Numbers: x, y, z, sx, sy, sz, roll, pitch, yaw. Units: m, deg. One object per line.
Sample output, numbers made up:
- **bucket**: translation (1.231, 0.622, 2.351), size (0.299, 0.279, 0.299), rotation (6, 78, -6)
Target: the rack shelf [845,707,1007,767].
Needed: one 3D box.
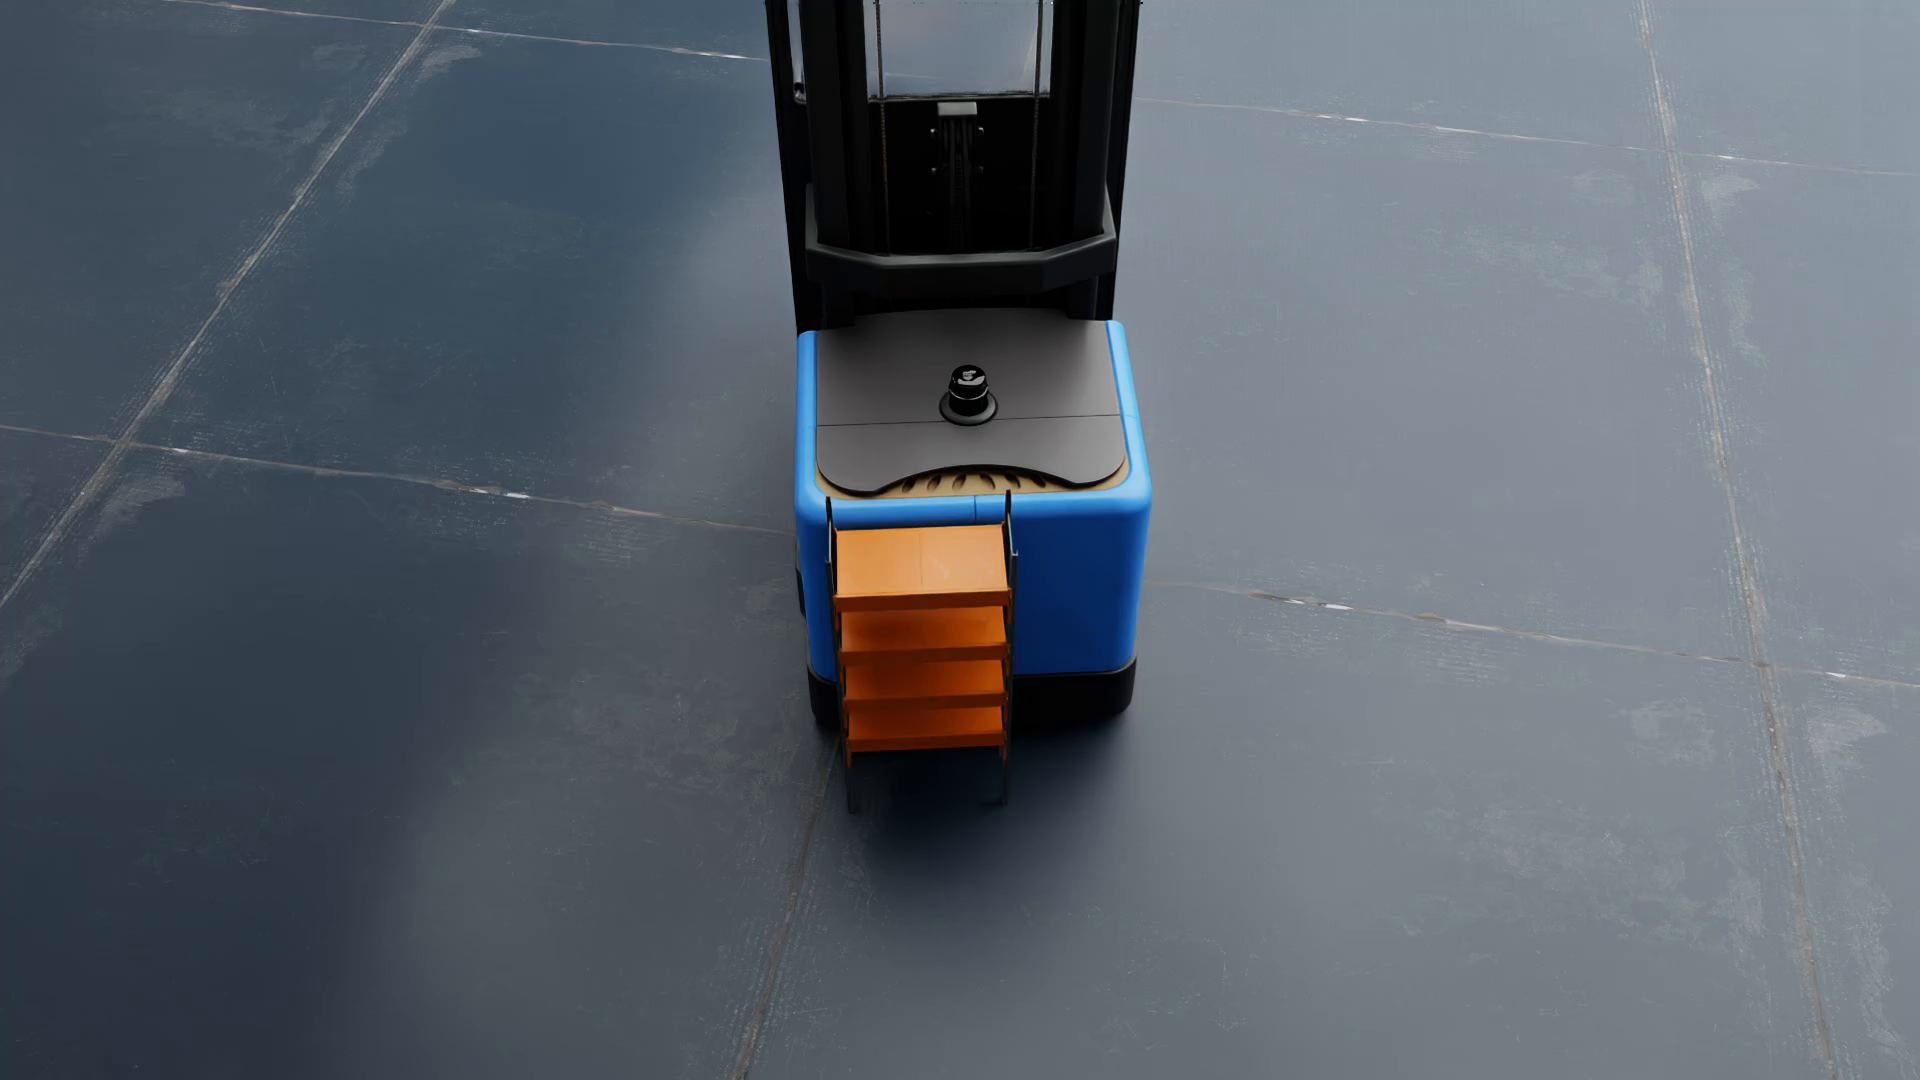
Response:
- **rack shelf**: translation (-0.106, 0.537, 5.067), size (0.480, 0.148, 0.258), rotation (-2, 48, -2)

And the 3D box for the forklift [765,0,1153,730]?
- **forklift**: translation (-0.034, -1.460, 5.341), size (1.130, 2.935, 3.031), rotation (-2, 48, -2)

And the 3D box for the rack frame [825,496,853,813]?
- **rack frame**: translation (-0.350, 0.370, 4.860), size (0.015, 1.200, 0.240), rotation (-2, 48, -2)

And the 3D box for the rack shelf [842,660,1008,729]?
- **rack shelf**: translation (-0.106, 0.405, 4.918), size (0.480, 0.148, 0.258), rotation (-2, 48, -2)

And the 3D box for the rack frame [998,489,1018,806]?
- **rack frame**: translation (0.137, 0.350, 4.877), size (0.015, 1.200, 0.240), rotation (-2, 48, -2)

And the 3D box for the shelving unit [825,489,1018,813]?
- **shelving unit**: translation (-0.106, 0.360, 4.868), size (0.503, 1.200, 0.258), rotation (-2, 48, -2)

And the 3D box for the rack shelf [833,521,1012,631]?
- **rack shelf**: translation (-0.106, 0.098, 4.575), size (0.480, 0.148, 0.258), rotation (-2, 48, -2)

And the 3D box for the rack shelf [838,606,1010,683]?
- **rack shelf**: translation (-0.106, 0.256, 4.752), size (0.480, 0.148, 0.258), rotation (-2, 48, -2)
